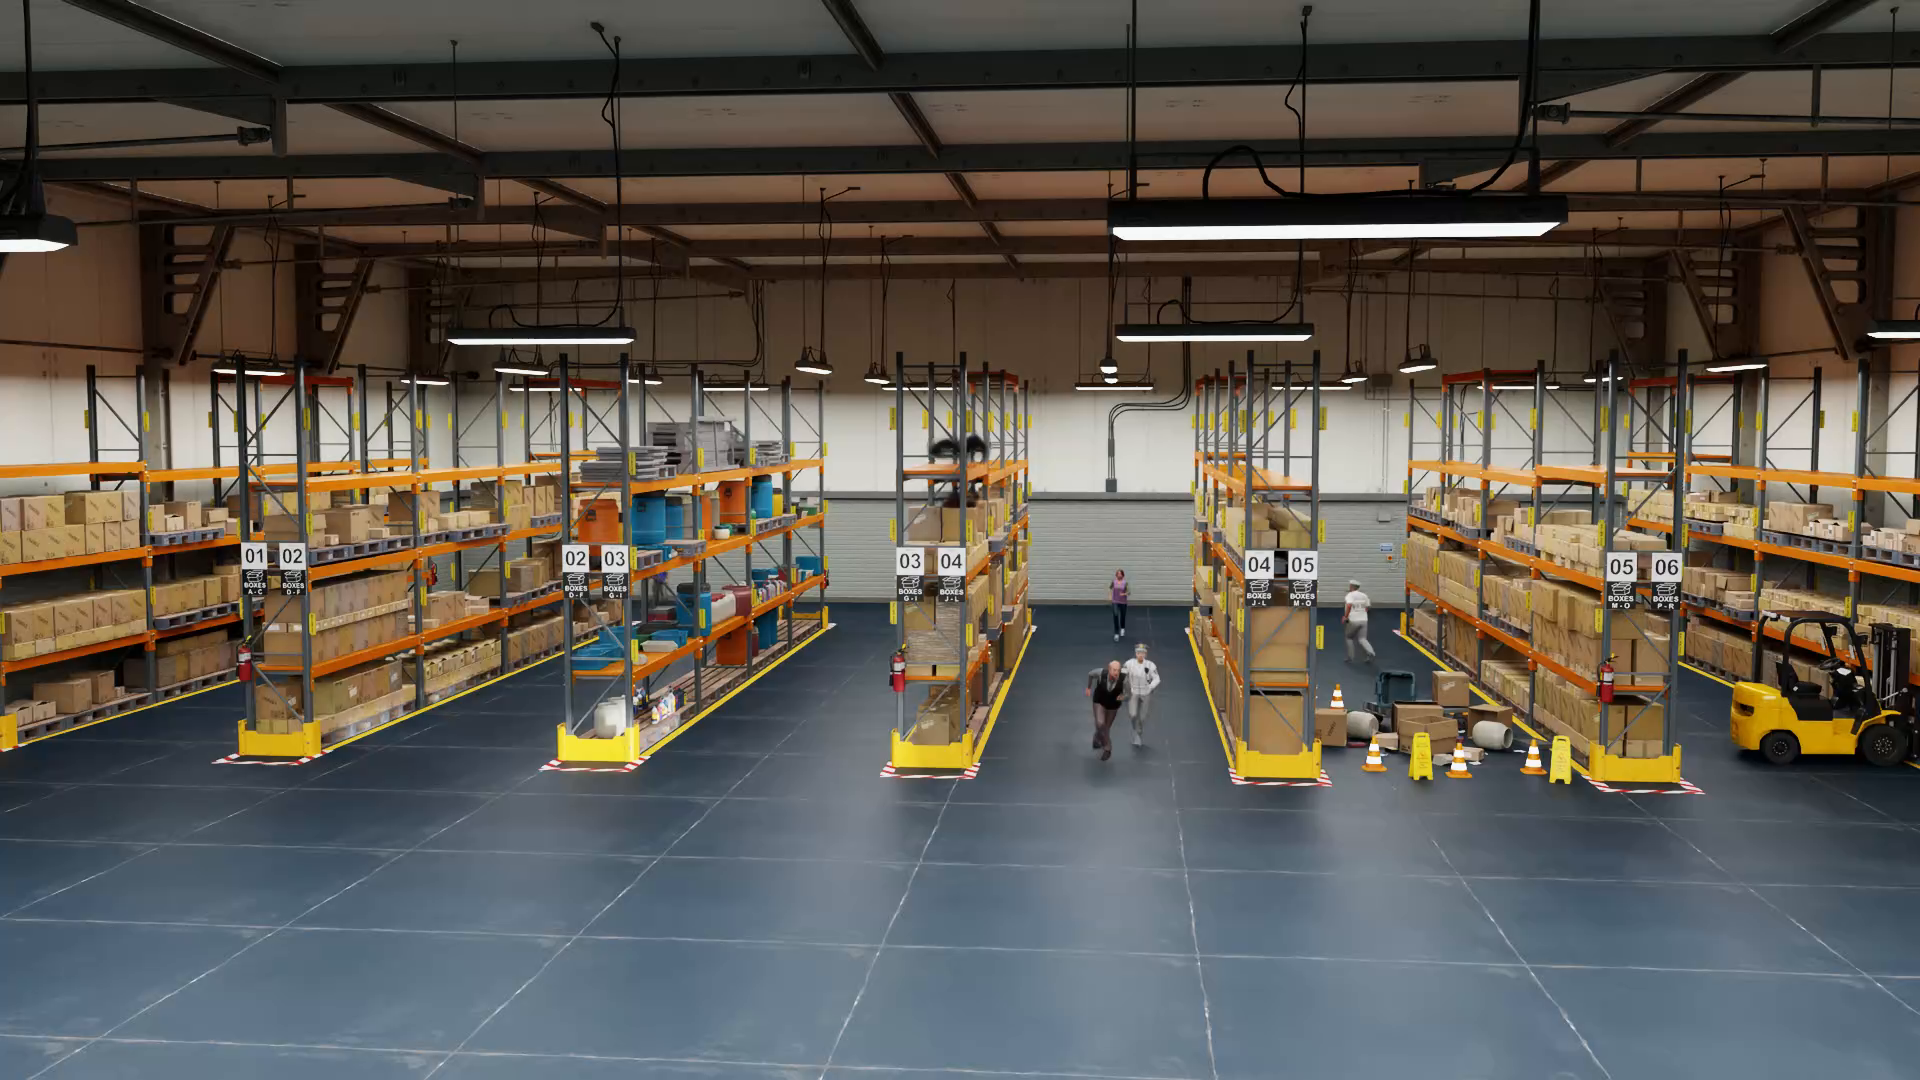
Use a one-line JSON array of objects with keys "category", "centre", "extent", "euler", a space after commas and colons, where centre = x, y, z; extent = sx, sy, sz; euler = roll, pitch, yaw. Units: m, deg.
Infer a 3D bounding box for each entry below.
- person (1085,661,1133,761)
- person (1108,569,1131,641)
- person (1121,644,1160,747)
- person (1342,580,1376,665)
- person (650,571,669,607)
[{"category": "person", "centre": [2.211, 2.504, 24.852], "extent": [0.643, 1.520, 1.141], "euler": [0, 4, -6]}, {"category": "person", "centre": [3.670, 1.476, 38.289], "extent": [0.532, 1.623, 0.774], "euler": [1, 4, 7]}, {"category": "person", "centre": [2.782, 2.378, 25.677], "extent": [0.608, 1.617, 0.764], "euler": [0, 4, 4]}, {"category": "person", "centre": [8.238, 1.707, 34.298], "extent": [0.658, 1.741, 0.906], "euler": [-1, 4, -19]}, {"category": "person", "centre": [-7.567, 1.213, 41.888], "extent": [0.538, 1.696, 0.831], "euler": [-2, 4, -23]}]
